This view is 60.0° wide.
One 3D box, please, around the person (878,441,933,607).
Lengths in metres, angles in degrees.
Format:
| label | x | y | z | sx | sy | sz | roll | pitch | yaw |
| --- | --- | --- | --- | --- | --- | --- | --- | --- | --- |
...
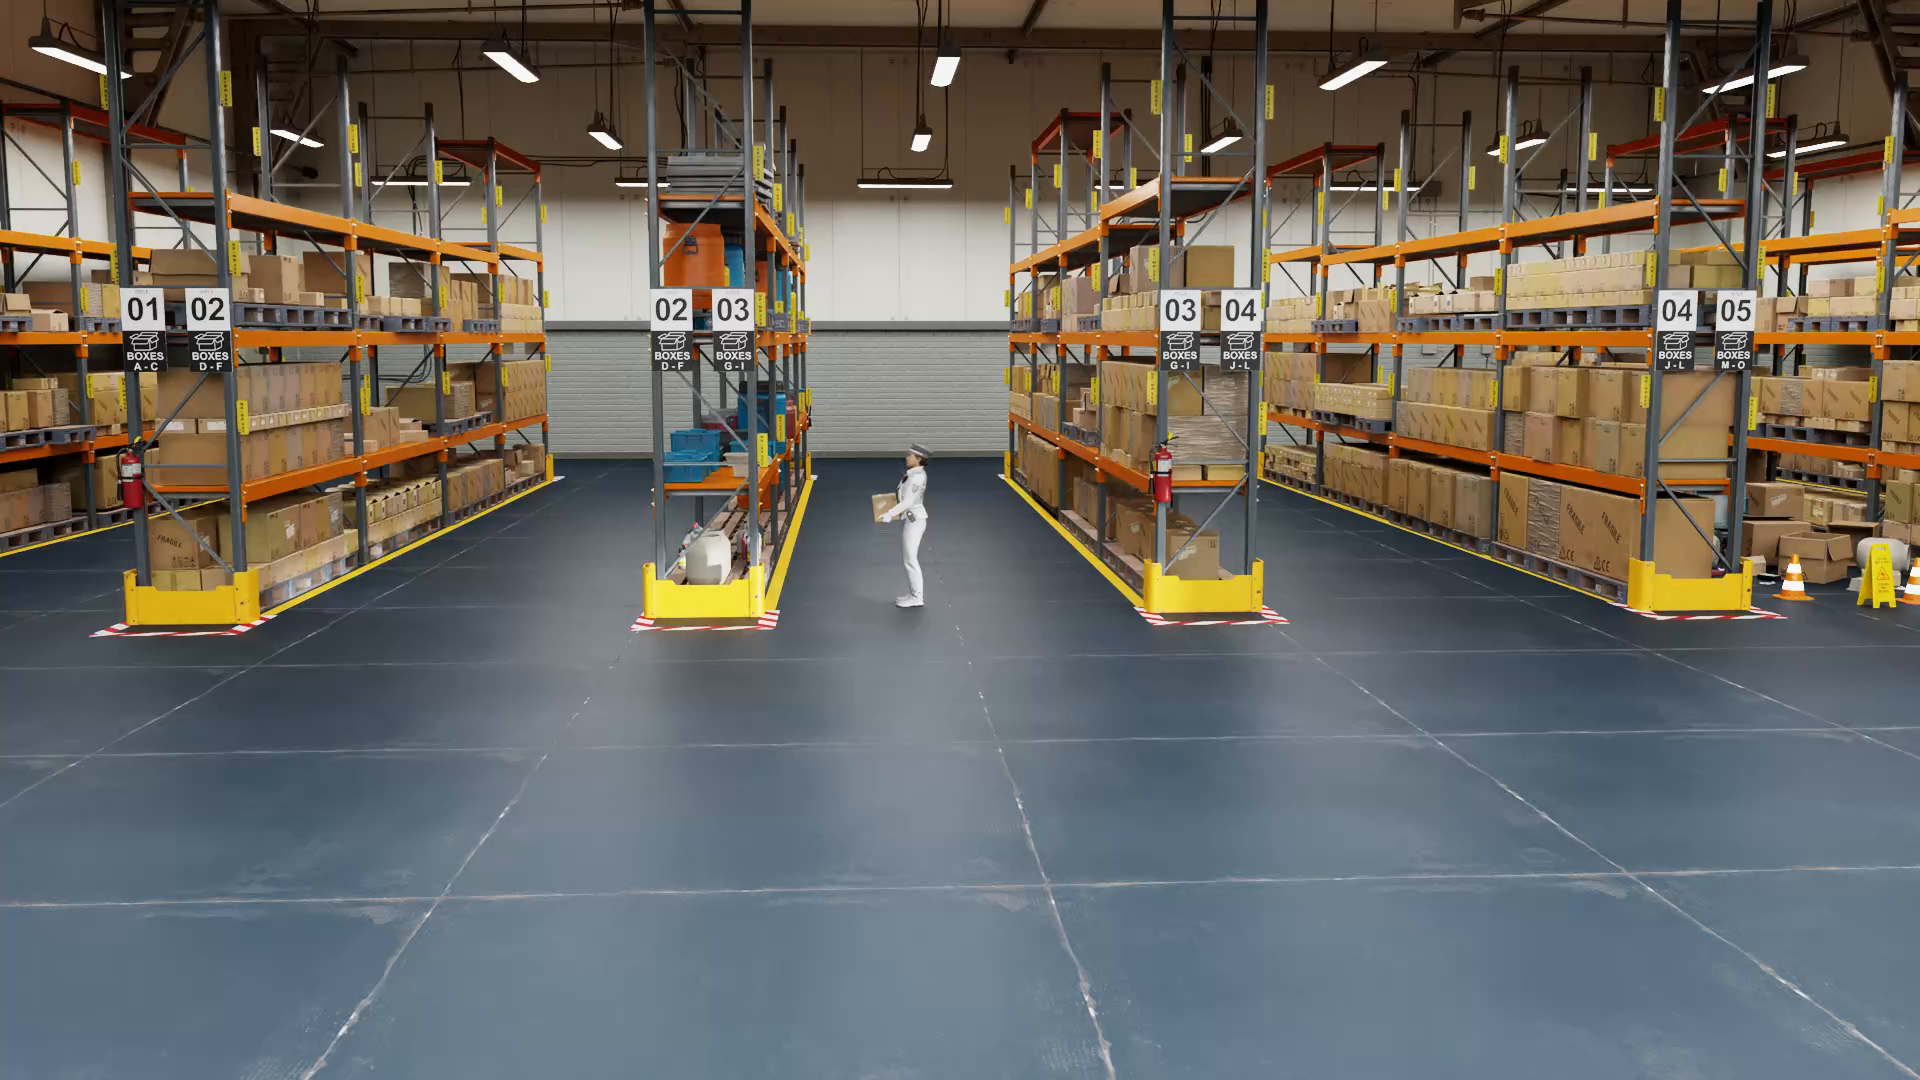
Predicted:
| label | x | y | z | sx | sy | sz | roll | pitch | yaw |
| --- | --- | --- | --- | --- | --- | --- | --- | --- | --- |
| person | -0.559 | -0.172 | 17.057 | 0.564 | 1.686 | 0.460 | 0 | 7 | -3 |
